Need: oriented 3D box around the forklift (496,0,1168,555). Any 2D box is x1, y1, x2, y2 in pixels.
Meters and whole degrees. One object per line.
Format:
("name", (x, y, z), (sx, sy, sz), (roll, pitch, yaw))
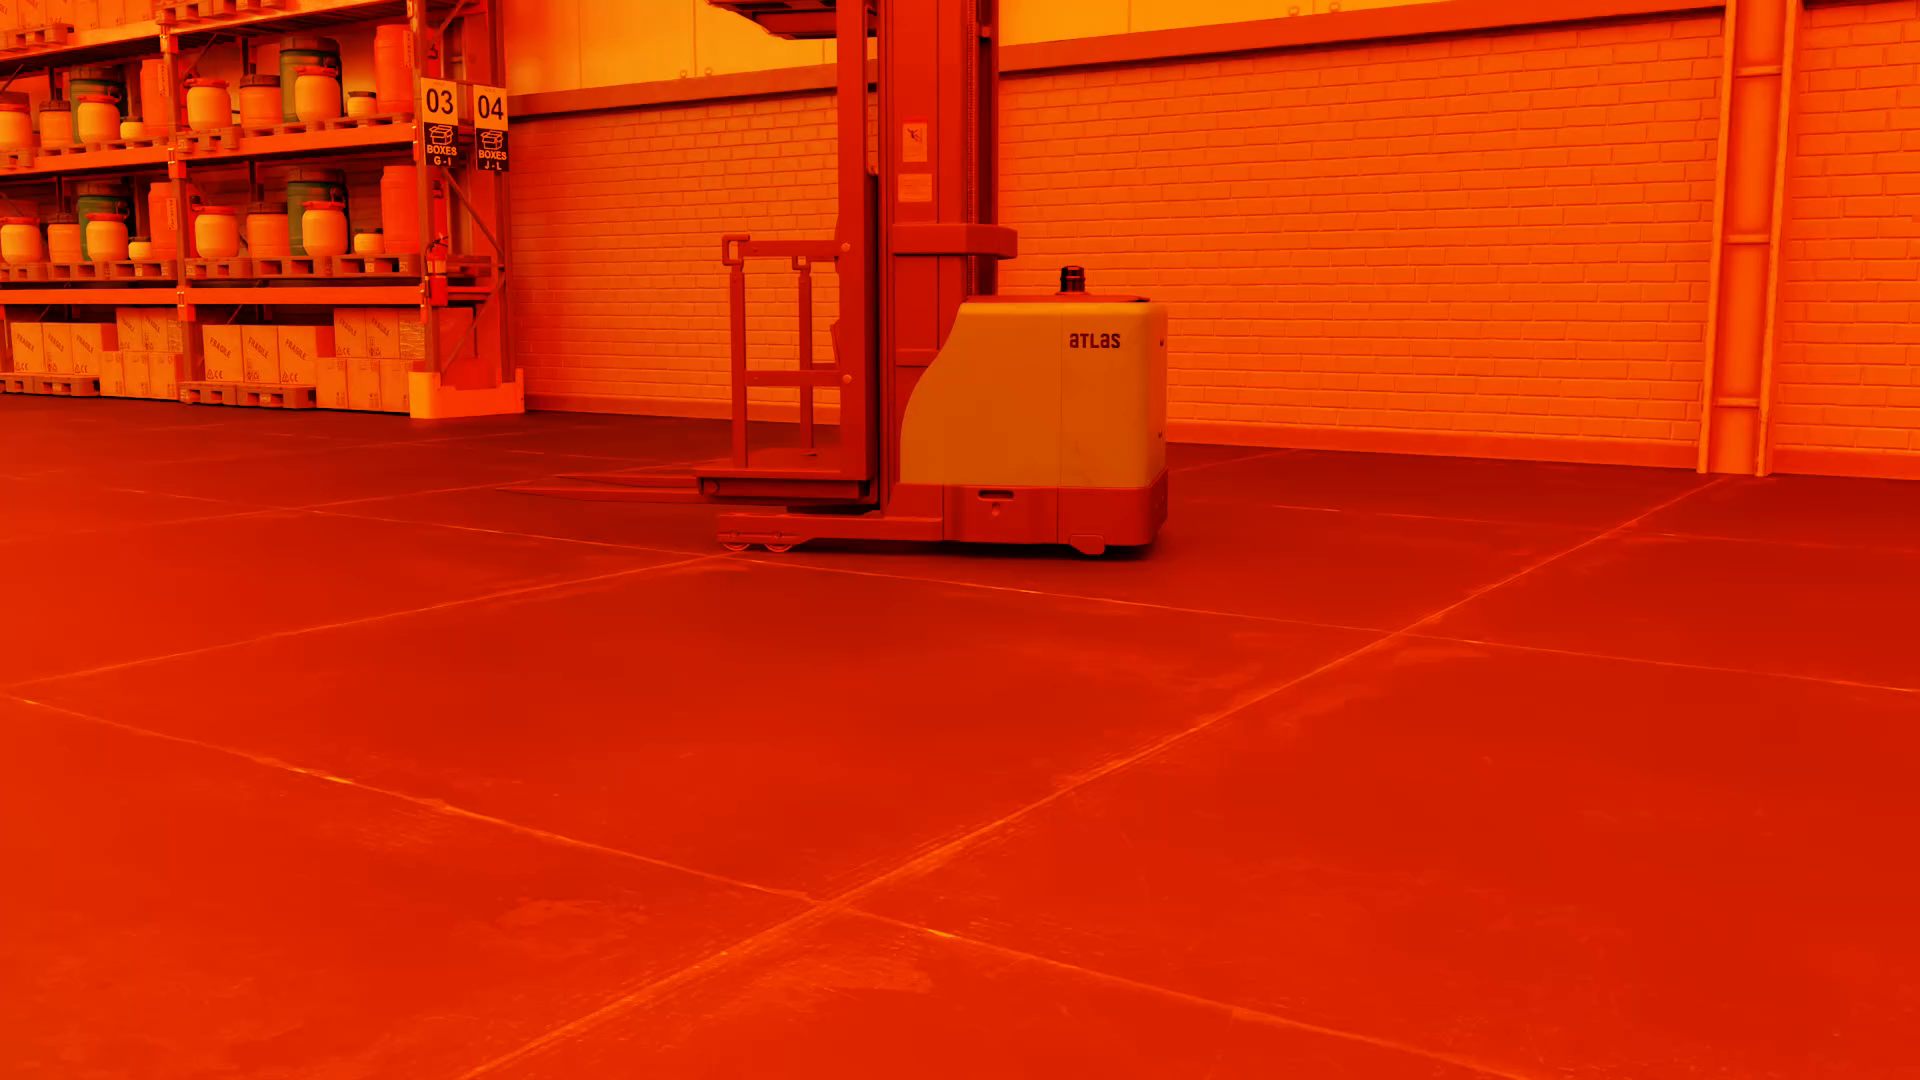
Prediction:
("forklift", (-0.596, -1.469, 7.520), (3.031, 2.935, 1.130), (2, 8, 12))
